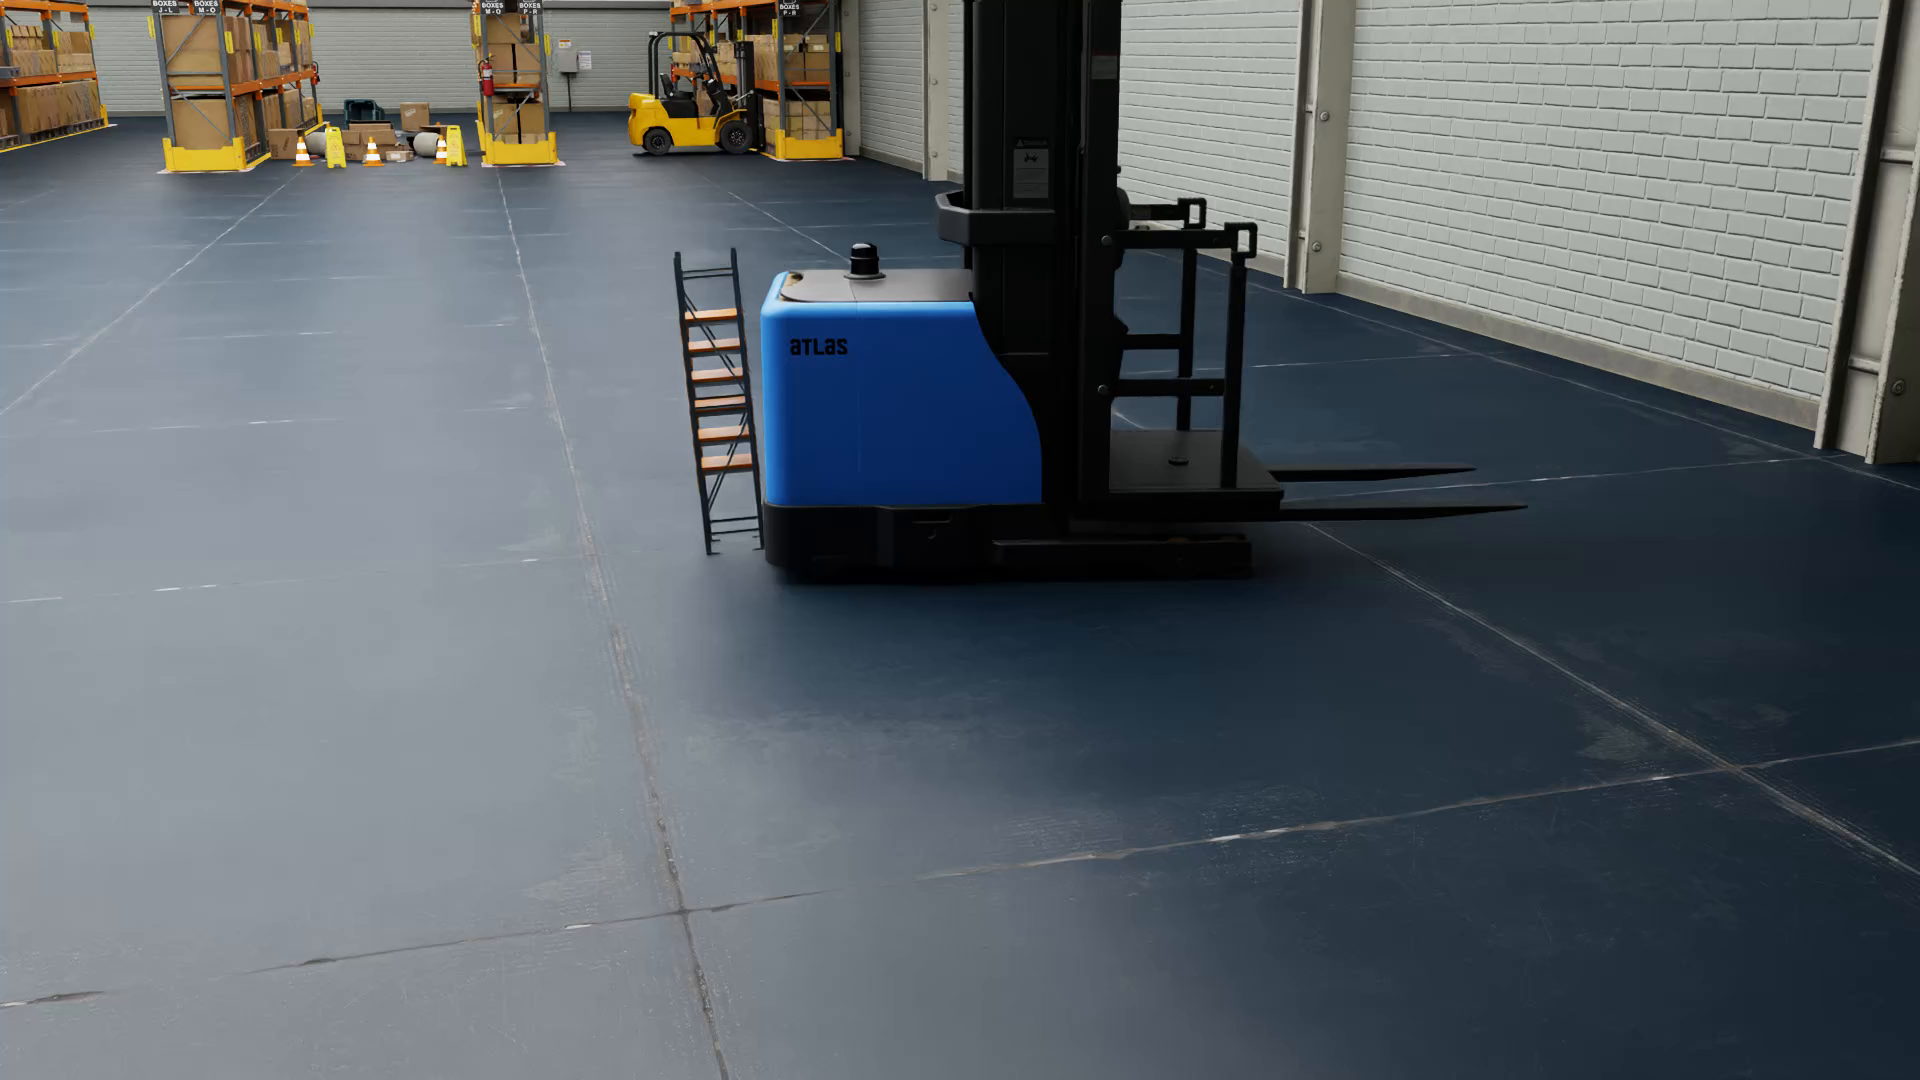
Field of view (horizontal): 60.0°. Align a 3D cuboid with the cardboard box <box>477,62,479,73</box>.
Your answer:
[{"bbox_3d":[-10.489,-10.536,37.073,0.500,0.250,0.500,-5,17,-16],"label":"cardboard box"}]

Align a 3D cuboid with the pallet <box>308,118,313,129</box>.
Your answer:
[{"bbox_3d":[-16.043,-9.941,39.681,1.003,0.211,1.213,-5,17,-15],"label":"pallet"}]

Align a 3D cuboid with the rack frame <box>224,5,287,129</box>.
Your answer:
[{"bbox_3d":[-14.386,-9.649,33.862,1.000,3.000,0.127,-5,17,-15],"label":"rack frame"}]

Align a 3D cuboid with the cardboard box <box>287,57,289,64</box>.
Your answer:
[{"bbox_3d":[-15.047,-10.602,36.738,0.380,0.149,0.250,-5,17,-15],"label":"cardboard box"}]

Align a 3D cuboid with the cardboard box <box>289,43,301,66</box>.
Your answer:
[{"bbox_3d":[-15.379,-11.103,38.011,0.500,0.500,0.500,-5,17,-16],"label":"cardboard box"}]

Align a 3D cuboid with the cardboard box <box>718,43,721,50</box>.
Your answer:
[{"bbox_3d":[-5.004,-10.636,35.844,0.380,0.149,0.250,-4,17,-14],"label":"cardboard box"}]

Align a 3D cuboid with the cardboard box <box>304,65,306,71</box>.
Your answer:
[{"bbox_3d":[-15.971,-11.390,40.094,0.380,0.149,0.250,-6,18,-18],"label":"cardboard box"}]

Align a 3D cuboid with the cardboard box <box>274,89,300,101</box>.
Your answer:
[{"bbox_3d":[-15.037,-9.933,37.117,0.500,0.250,0.500,-5,17,-17],"label":"cardboard box"}]

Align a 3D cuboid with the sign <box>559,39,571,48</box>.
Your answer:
[{"bbox_3d":[-11.475,-14.414,48.287,0.339,0.242,0.001,-5,17,-15],"label":"sign"}]

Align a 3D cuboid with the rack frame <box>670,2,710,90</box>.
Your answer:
[{"bbox_3d":[-7.081,-12.675,43.935,1.000,3.000,0.127,-5,17,-15],"label":"rack frame"}]

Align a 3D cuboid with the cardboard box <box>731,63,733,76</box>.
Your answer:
[{"bbox_3d":[-4.424,-9.681,34.228,0.500,0.250,0.500,-5,17,-15],"label":"cardboard box"}]

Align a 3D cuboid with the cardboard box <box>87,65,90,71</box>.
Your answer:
[{"bbox_3d":[-20.825,-11.164,39.340,0.380,0.149,0.250,-5,17,-15],"label":"cardboard box"}]

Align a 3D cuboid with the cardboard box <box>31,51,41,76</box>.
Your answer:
[{"bbox_3d":[-19.478,-9.912,34.560,0.500,0.500,0.500,-5,17,-15],"label":"cardboard box"}]

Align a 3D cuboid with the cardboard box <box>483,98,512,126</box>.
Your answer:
[{"bbox_3d":[-8.652,-8.021,31.187,0.500,0.500,0.500,-4,17,-13],"label":"cardboard box"}]

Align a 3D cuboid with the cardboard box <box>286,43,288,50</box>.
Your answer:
[{"bbox_3d":[-15.112,-10.952,36.870,0.380,0.149,0.250,-5,17,-17],"label":"cardboard box"}]

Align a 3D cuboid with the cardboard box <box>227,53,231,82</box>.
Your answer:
[{"bbox_3d":[-12.505,-7.758,27.304,0.875,0.550,0.550,-5,17,-15],"label":"cardboard box"}]

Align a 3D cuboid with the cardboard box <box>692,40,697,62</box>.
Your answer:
[{"bbox_3d":[-5.922,-11.523,39.195,0.700,0.500,0.500,-5,17,-15],"label":"cardboard box"}]

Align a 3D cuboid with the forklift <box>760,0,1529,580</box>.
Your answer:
[{"bbox_3d":[0.739,-1.400,6.518,3.031,2.935,1.130,-1,17,-3],"label":"forklift"}]

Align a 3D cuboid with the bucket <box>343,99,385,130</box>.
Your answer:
[{"bbox_3d":[-11.032,-7.848,30.912,0.726,0.611,0.620,1,7,4],"label":"bucket"}]

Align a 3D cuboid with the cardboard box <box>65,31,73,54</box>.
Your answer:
[{"bbox_3d":[-20.443,-11.255,37.646,0.500,0.500,0.500,-5,18,-17],"label":"cardboard box"}]

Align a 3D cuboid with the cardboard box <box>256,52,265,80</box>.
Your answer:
[{"bbox_3d":[-13.172,-8.758,30.719,0.500,0.500,0.500,-4,17,-15],"label":"cardboard box"}]

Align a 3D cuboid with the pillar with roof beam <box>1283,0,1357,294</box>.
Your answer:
[{"bbox_3d":[-1.201,-6.067,11.508,9.100,9.000,0.400,-5,17,-15],"label":"pillar with roof beam"}]

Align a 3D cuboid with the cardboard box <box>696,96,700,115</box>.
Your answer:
[{"bbox_3d":[-6.065,-10.421,40.046,0.500,0.500,0.500,-4,17,-13],"label":"cardboard box"}]

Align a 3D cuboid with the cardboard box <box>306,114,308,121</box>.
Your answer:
[{"bbox_3d":[-15.349,-9.791,38.560,0.380,0.149,0.250,-4,17,-14],"label":"cardboard box"}]

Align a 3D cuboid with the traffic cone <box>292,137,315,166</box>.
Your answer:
[{"bbox_3d":[-10.968,-6.481,27.723,0.336,0.463,0.334,-5,17,-15],"label":"traffic cone"}]

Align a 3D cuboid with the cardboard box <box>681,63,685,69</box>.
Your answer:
[{"bbox_3d":[-6.856,-12.011,42.159,0.380,0.149,0.250,-4,17,-14],"label":"cardboard box"}]

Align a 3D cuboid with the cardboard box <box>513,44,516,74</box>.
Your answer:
[{"bbox_3d":[-7.465,-8.342,28.819,0.500,0.500,0.500,-4,17,-14],"label":"cardboard box"}]

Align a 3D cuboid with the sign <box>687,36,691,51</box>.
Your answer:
[{"bbox_3d":[-6.502,-11.938,39.977,0.100,0.325,0.005,-5,17,-15],"label":"sign"}]

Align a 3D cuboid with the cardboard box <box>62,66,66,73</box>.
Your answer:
[{"bbox_3d":[-20.116,-10.452,36.971,0.380,0.149,0.250,-5,18,-17],"label":"cardboard box"}]

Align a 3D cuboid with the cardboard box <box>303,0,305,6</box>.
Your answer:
[{"bbox_3d":[-16.058,-12.982,40.002,0.500,0.250,0.500,-5,17,-15],"label":"cardboard box"}]

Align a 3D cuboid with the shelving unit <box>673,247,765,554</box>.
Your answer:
[{"bbox_3d":[-0.959,-0.552,6.675,0.258,1.200,0.189,-6,17,-6],"label":"shelving unit"}]

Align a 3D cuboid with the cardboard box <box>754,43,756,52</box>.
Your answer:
[{"bbox_3d":[-3.710,-9.317,31.455,0.380,0.149,0.250,-5,17,-16],"label":"cardboard box"}]

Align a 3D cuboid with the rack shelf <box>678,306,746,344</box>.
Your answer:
[{"bbox_3d":[-0.979,-0.853,6.583,0.258,0.103,0.180,-6,17,-6],"label":"rack shelf"}]

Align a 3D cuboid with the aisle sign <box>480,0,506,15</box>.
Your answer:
[{"bbox_3d":[-7.717,-9.061,27.384,0.394,0.787,0.004,-5,17,-15],"label":"aisle sign"}]

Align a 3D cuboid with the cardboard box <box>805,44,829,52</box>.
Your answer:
[{"bbox_3d":[-2.528,-8.722,29.474,0.380,0.149,0.250,-5,17,-17],"label":"cardboard box"}]

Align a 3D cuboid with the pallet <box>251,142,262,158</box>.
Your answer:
[{"bbox_3d":[-13.153,-6.991,29.859,1.003,0.211,1.213,-5,17,-15],"label":"pallet"}]

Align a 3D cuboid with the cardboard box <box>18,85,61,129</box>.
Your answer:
[{"bbox_3d":[-19.840,-9.153,35.172,1.225,0.875,0.875,-5,18,-17],"label":"cardboard box"}]

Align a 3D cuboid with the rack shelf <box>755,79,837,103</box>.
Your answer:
[{"bbox_3d":[-3.234,-8.458,31.146,1.077,0.370,4.000,-5,17,-15],"label":"rack shelf"}]

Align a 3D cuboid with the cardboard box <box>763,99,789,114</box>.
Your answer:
[{"bbox_3d":[-3.405,-7.995,30.665,0.500,0.250,0.500,-4,17,-15],"label":"cardboard box"}]

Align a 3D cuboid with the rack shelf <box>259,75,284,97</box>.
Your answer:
[{"bbox_3d":[-13.836,-8.752,32.124,1.077,0.370,4.000,-5,17,-15],"label":"rack shelf"}]

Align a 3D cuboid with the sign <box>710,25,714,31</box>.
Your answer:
[{"bbox_3d":[-6.542,-13.419,43.850,0.100,0.325,0.005,-5,17,-15],"label":"sign"}]

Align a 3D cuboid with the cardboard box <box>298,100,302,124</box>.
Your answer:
[{"bbox_3d":[-15.040,-9.575,37.229,0.500,0.500,0.500,-5,17,-16],"label":"cardboard box"}]

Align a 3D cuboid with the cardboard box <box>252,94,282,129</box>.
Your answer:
[{"bbox_3d":[-14.305,-8.598,33.541,1.050,0.750,0.750,-5,17,-16],"label":"cardboard box"}]

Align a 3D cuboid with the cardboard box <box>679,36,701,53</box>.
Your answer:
[{"bbox_3d":[-6.803,-12.543,41.936,0.500,0.500,0.500,-4,17,-14],"label":"cardboard box"}]

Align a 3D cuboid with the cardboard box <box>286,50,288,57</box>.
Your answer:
[{"bbox_3d":[-15.047,-10.743,36.692,0.380,0.149,0.250,-4,17,-13],"label":"cardboard box"}]

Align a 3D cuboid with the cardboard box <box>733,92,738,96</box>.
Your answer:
[{"bbox_3d":[-5.023,-10.235,38.298,0.380,0.149,0.250,-5,17,-16],"label":"cardboard box"}]

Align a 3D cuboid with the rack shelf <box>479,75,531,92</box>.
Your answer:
[{"bbox_3d":[-9.105,-9.171,33.520,1.077,0.370,4.000,-5,17,-15],"label":"rack shelf"}]

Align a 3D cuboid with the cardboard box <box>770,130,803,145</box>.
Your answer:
[{"bbox_3d":[-3.117,-7.239,29.886,0.500,0.250,0.500,-5,17,-15],"label":"cardboard box"}]

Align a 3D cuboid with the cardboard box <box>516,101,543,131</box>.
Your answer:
[{"bbox_3d":[-7.566,-7.495,29.436,0.500,0.500,0.500,-5,18,-17],"label":"cardboard box"}]

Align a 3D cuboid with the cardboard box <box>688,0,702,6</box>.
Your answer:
[{"bbox_3d":[-6.365,-12.961,40.109,0.380,0.149,0.250,-5,17,-16],"label":"cardboard box"}]

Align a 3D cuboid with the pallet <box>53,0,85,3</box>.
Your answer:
[{"bbox_3d":[-21.167,-12.688,38.917,1.003,0.211,1.213,-5,17,-15],"label":"pallet"}]
